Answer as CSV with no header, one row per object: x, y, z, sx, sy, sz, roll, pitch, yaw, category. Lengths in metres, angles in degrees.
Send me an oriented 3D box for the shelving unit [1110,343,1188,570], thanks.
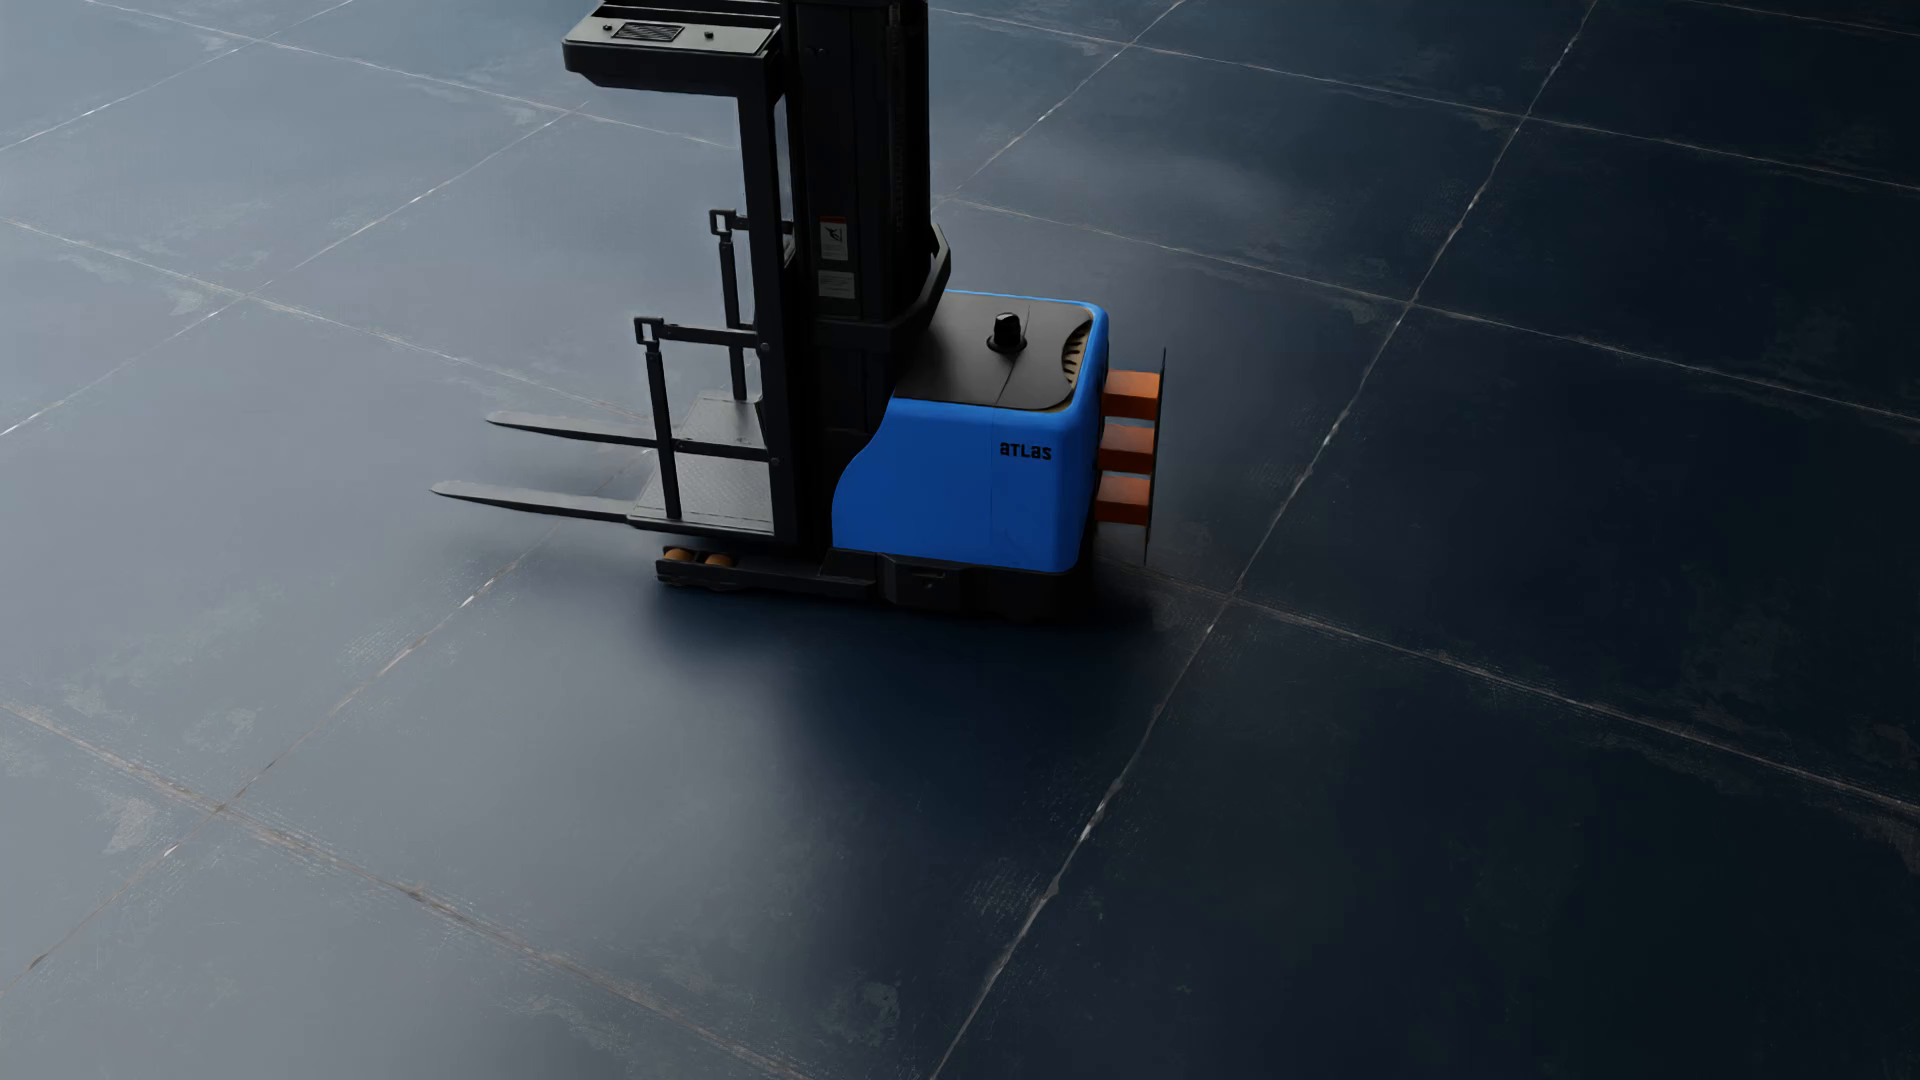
0.829,-0.354,7.348,0.252,1.050,0.215,7,38,9,shelving unit

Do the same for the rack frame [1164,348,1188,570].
0.949,-0.340,7.330,0.008,1.050,0.200,7,38,9,rack frame

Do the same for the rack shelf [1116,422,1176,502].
0.829,-0.346,7.355,0.240,0.259,0.215,7,38,9,rack shelf

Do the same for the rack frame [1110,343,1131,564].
0.709,-0.368,7.367,0.008,1.050,0.200,7,38,9,rack frame

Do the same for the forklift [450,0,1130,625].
-0.807,-1.233,6.951,3.031,2.935,1.130,7,38,9,forklift

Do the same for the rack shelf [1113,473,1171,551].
0.829,-0.124,7.523,0.240,0.259,0.215,7,38,9,rack shelf

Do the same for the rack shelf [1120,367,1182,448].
0.829,-0.572,7.183,0.240,0.259,0.215,7,38,9,rack shelf
